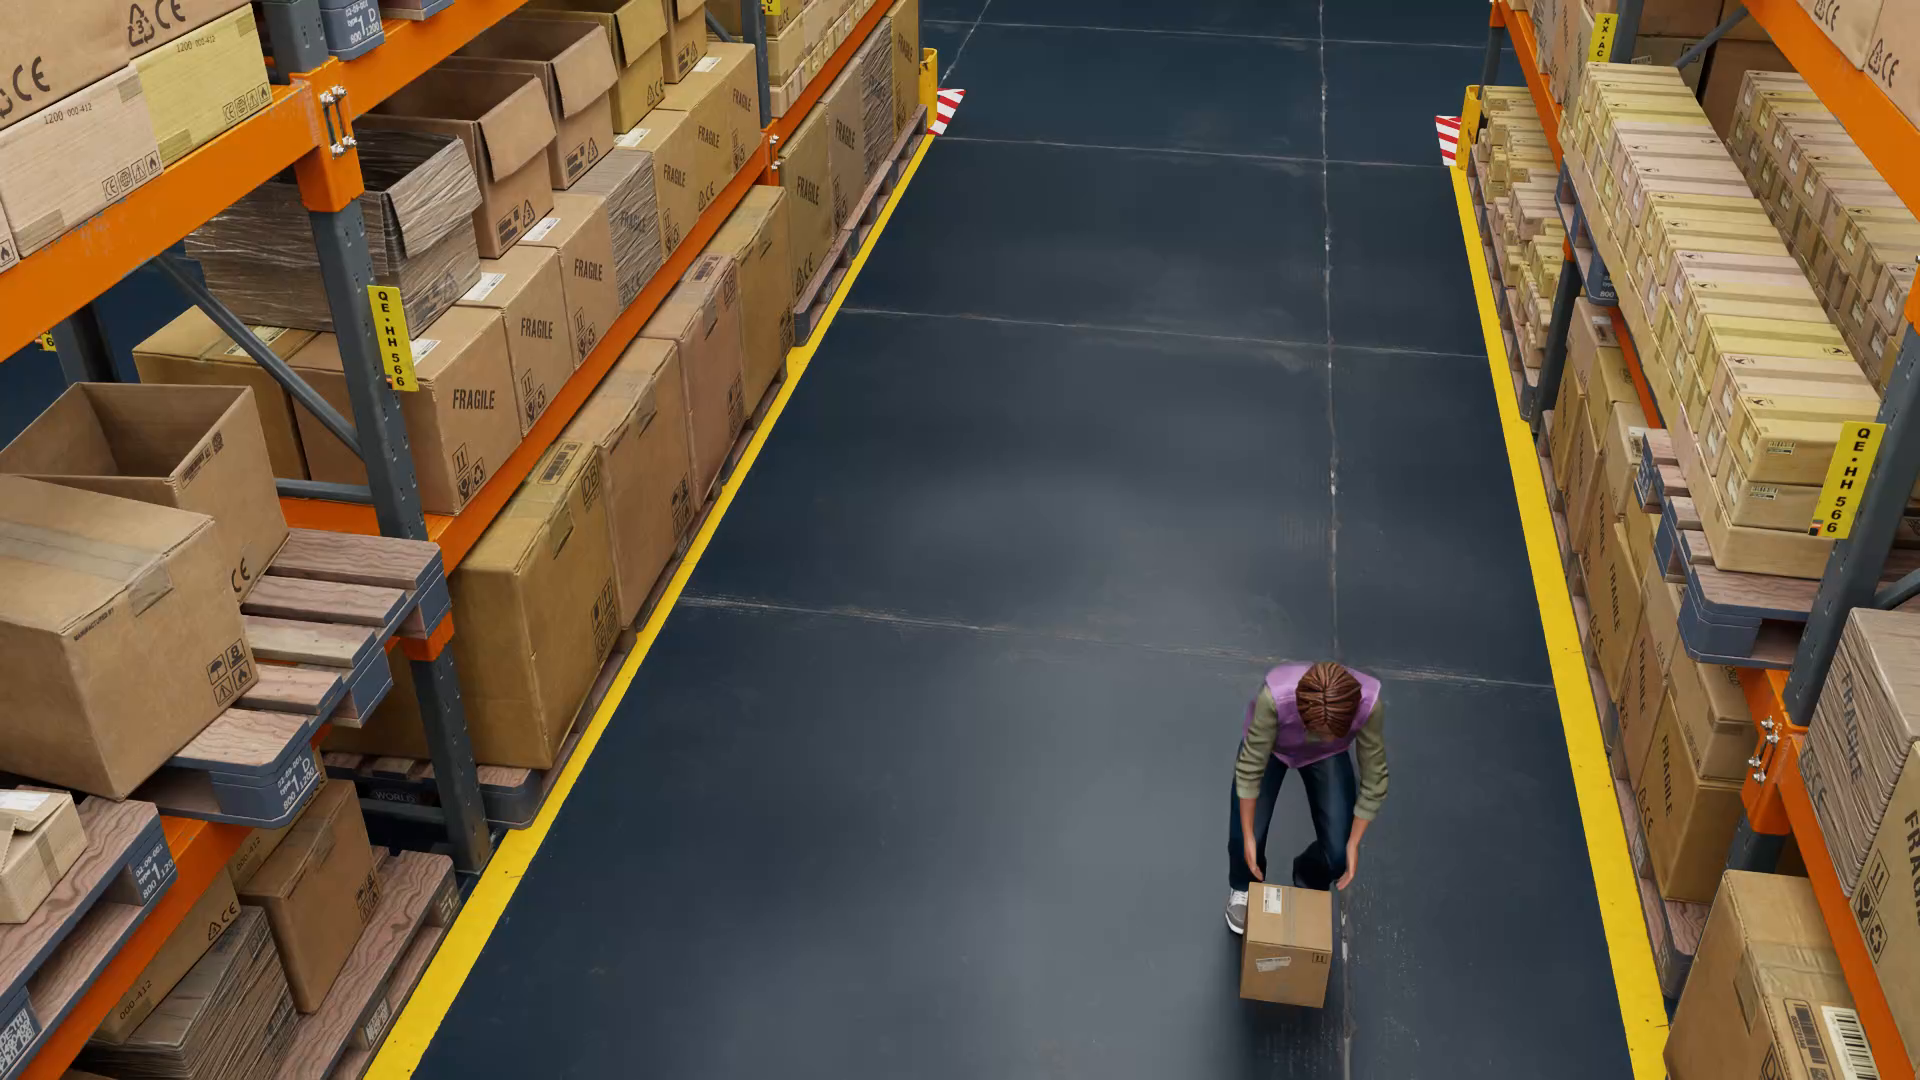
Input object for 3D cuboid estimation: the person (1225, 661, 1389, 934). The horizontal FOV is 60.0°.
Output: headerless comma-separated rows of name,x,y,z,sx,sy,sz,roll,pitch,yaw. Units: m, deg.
person,1.099,0.775,5.278,0.463,1.244,0.685,5,33,8
